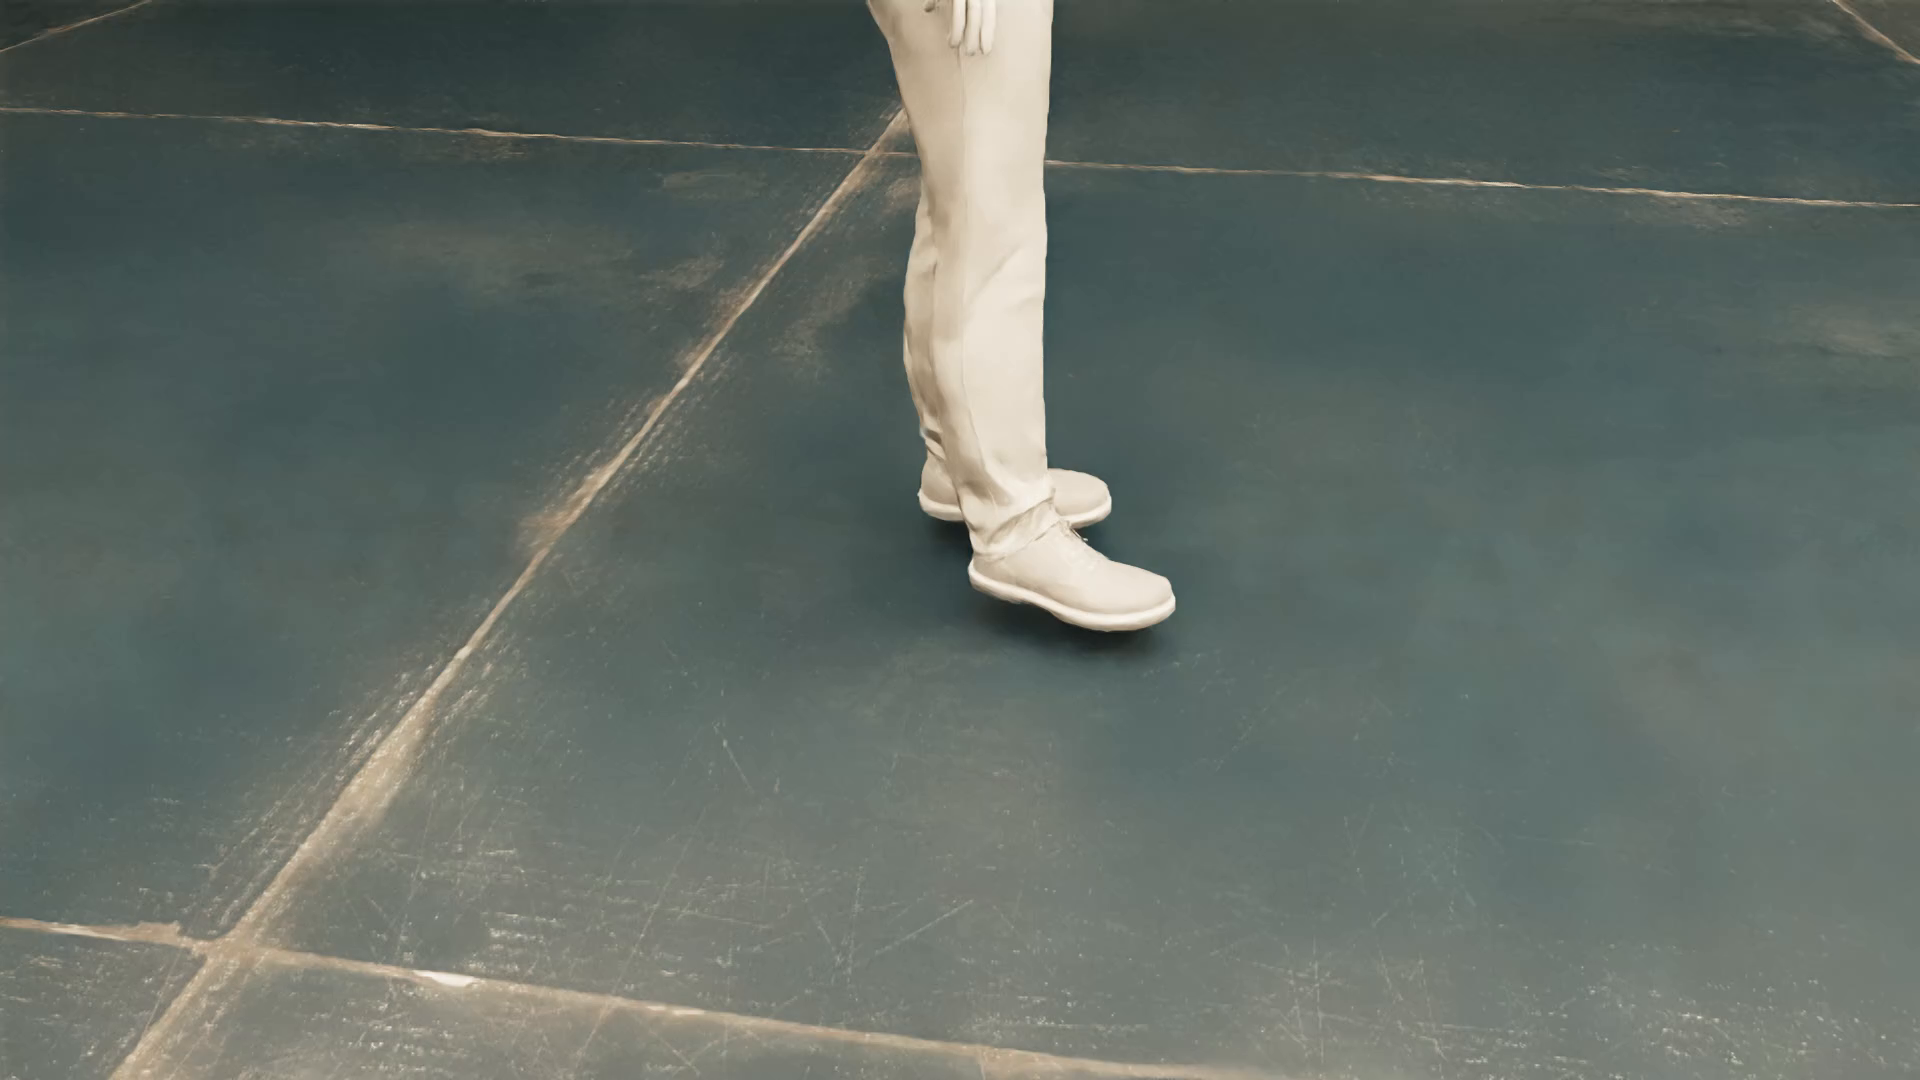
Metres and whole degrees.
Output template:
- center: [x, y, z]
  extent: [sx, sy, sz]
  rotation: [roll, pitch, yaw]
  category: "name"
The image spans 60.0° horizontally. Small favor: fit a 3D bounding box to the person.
- center: [0.064, -0.773, 2.050]
  extent: [0.534, 1.695, 0.586]
  rotation: [5, 29, 9]
  category: "person"
